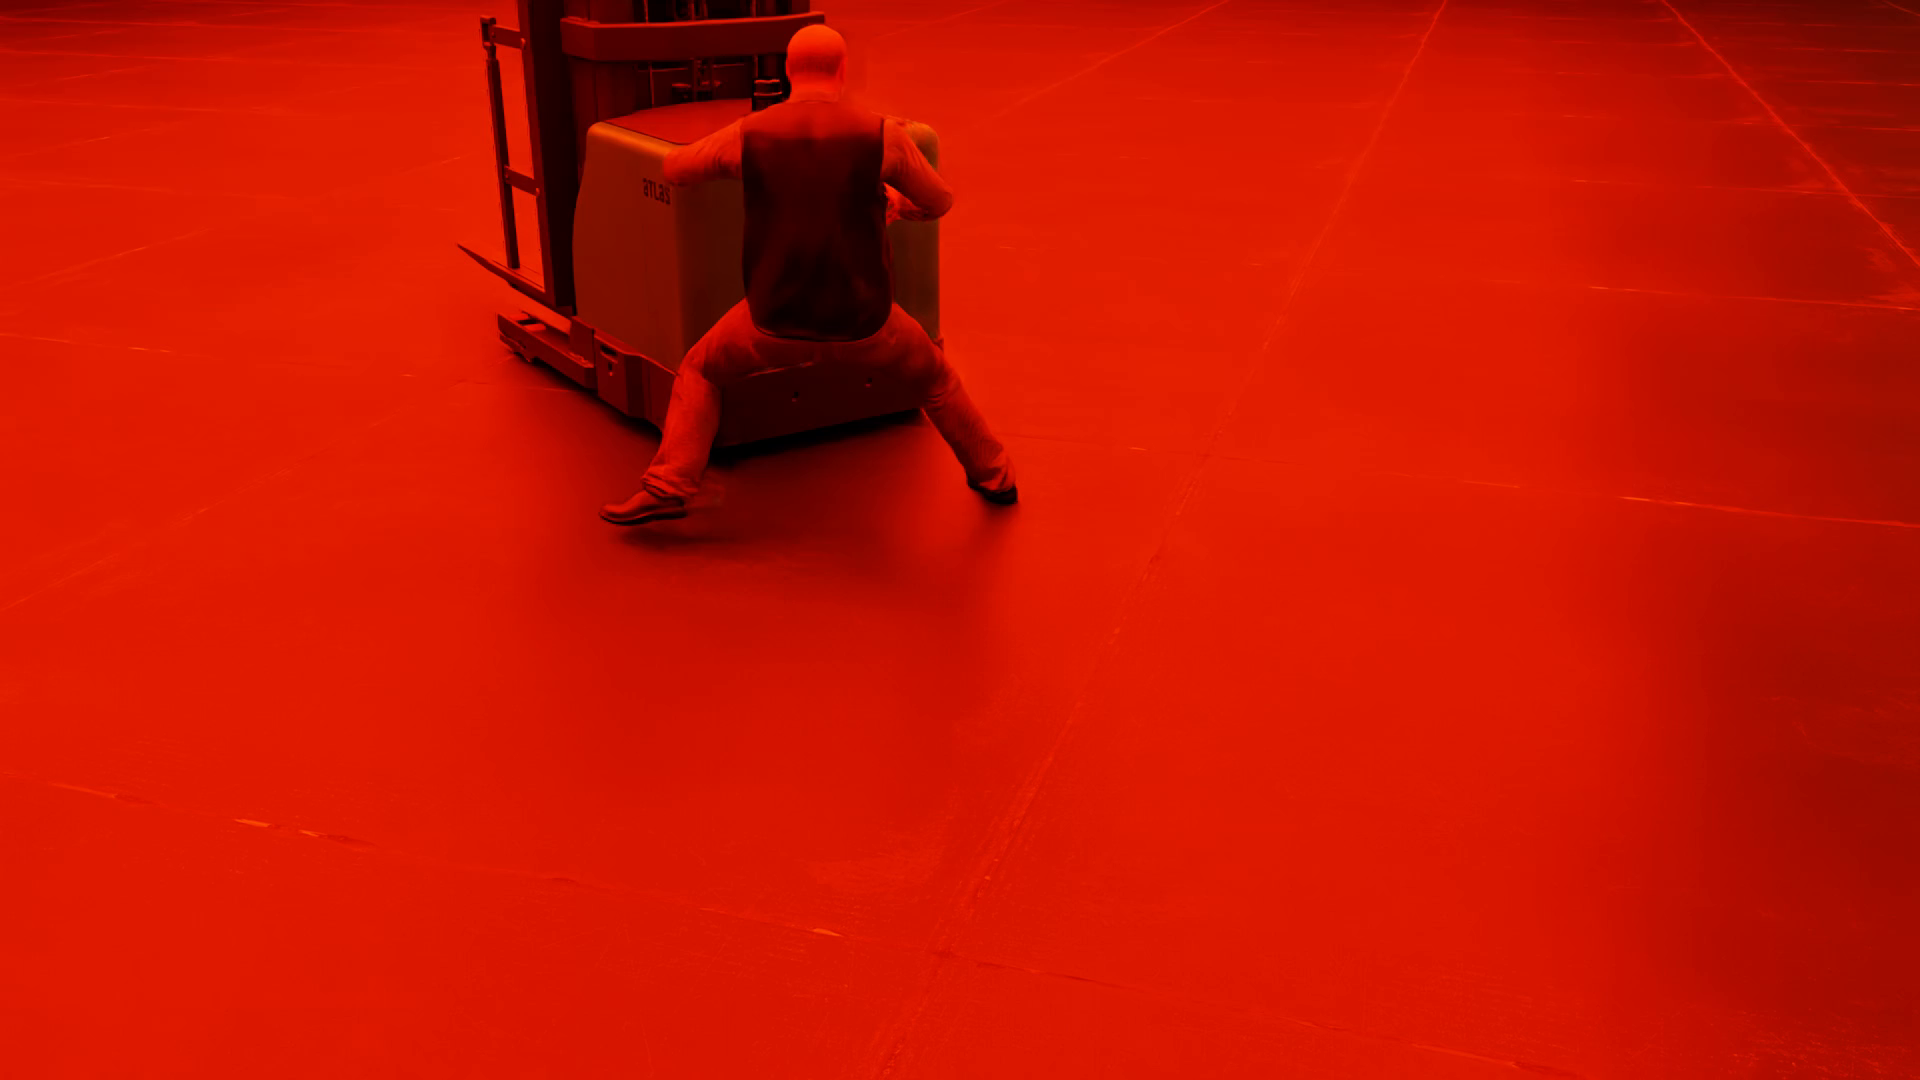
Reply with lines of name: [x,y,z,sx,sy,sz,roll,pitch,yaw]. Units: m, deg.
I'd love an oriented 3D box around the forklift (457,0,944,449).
forklift: [-1.297,-2.175,6.548,1.130,2.935,3.031,-14,26,-31]

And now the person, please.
person: [-0.461,-0.787,5.050,1.291,1.504,0.725,1,22,2]
